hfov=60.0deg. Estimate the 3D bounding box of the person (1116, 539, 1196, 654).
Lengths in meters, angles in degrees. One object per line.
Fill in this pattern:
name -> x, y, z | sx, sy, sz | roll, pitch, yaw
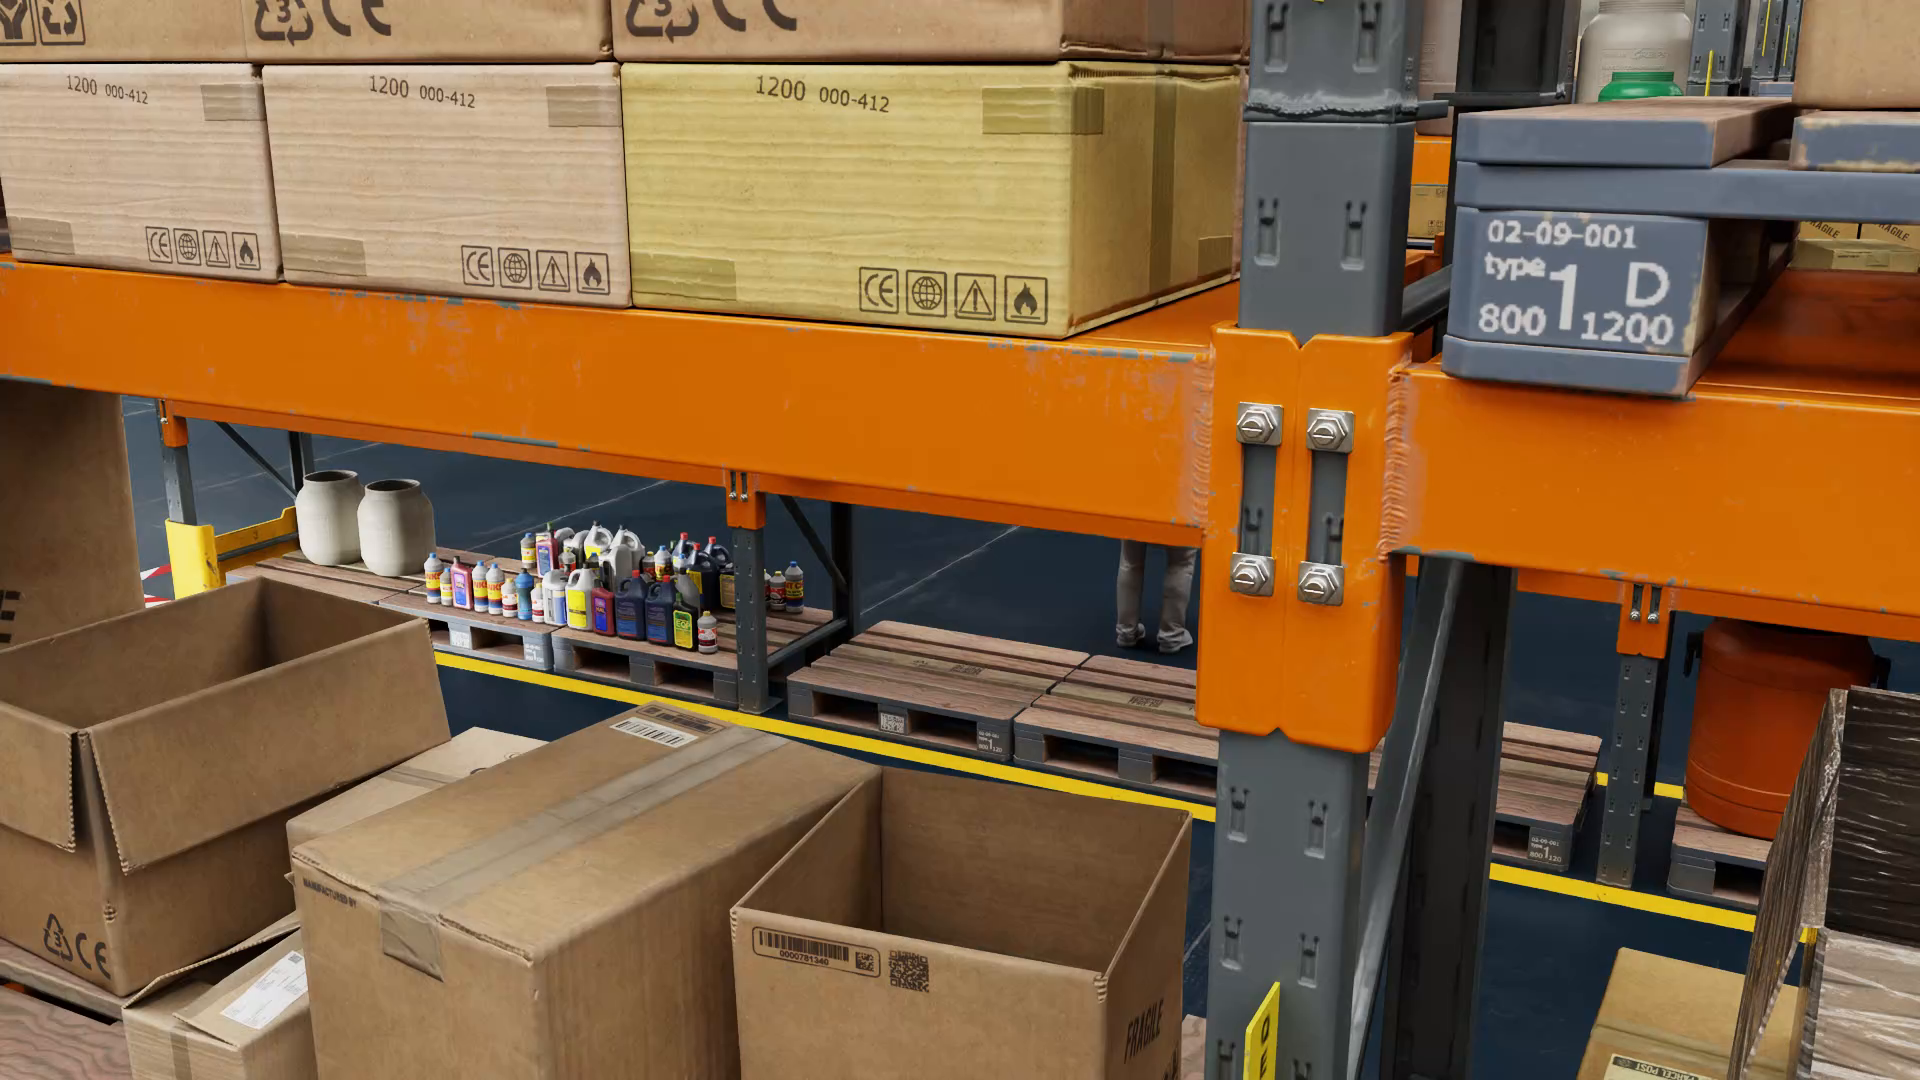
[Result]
person -> 1.130, -0.216, 9.141 | 0.456, 1.554, 0.799 | 7, 17, 24
